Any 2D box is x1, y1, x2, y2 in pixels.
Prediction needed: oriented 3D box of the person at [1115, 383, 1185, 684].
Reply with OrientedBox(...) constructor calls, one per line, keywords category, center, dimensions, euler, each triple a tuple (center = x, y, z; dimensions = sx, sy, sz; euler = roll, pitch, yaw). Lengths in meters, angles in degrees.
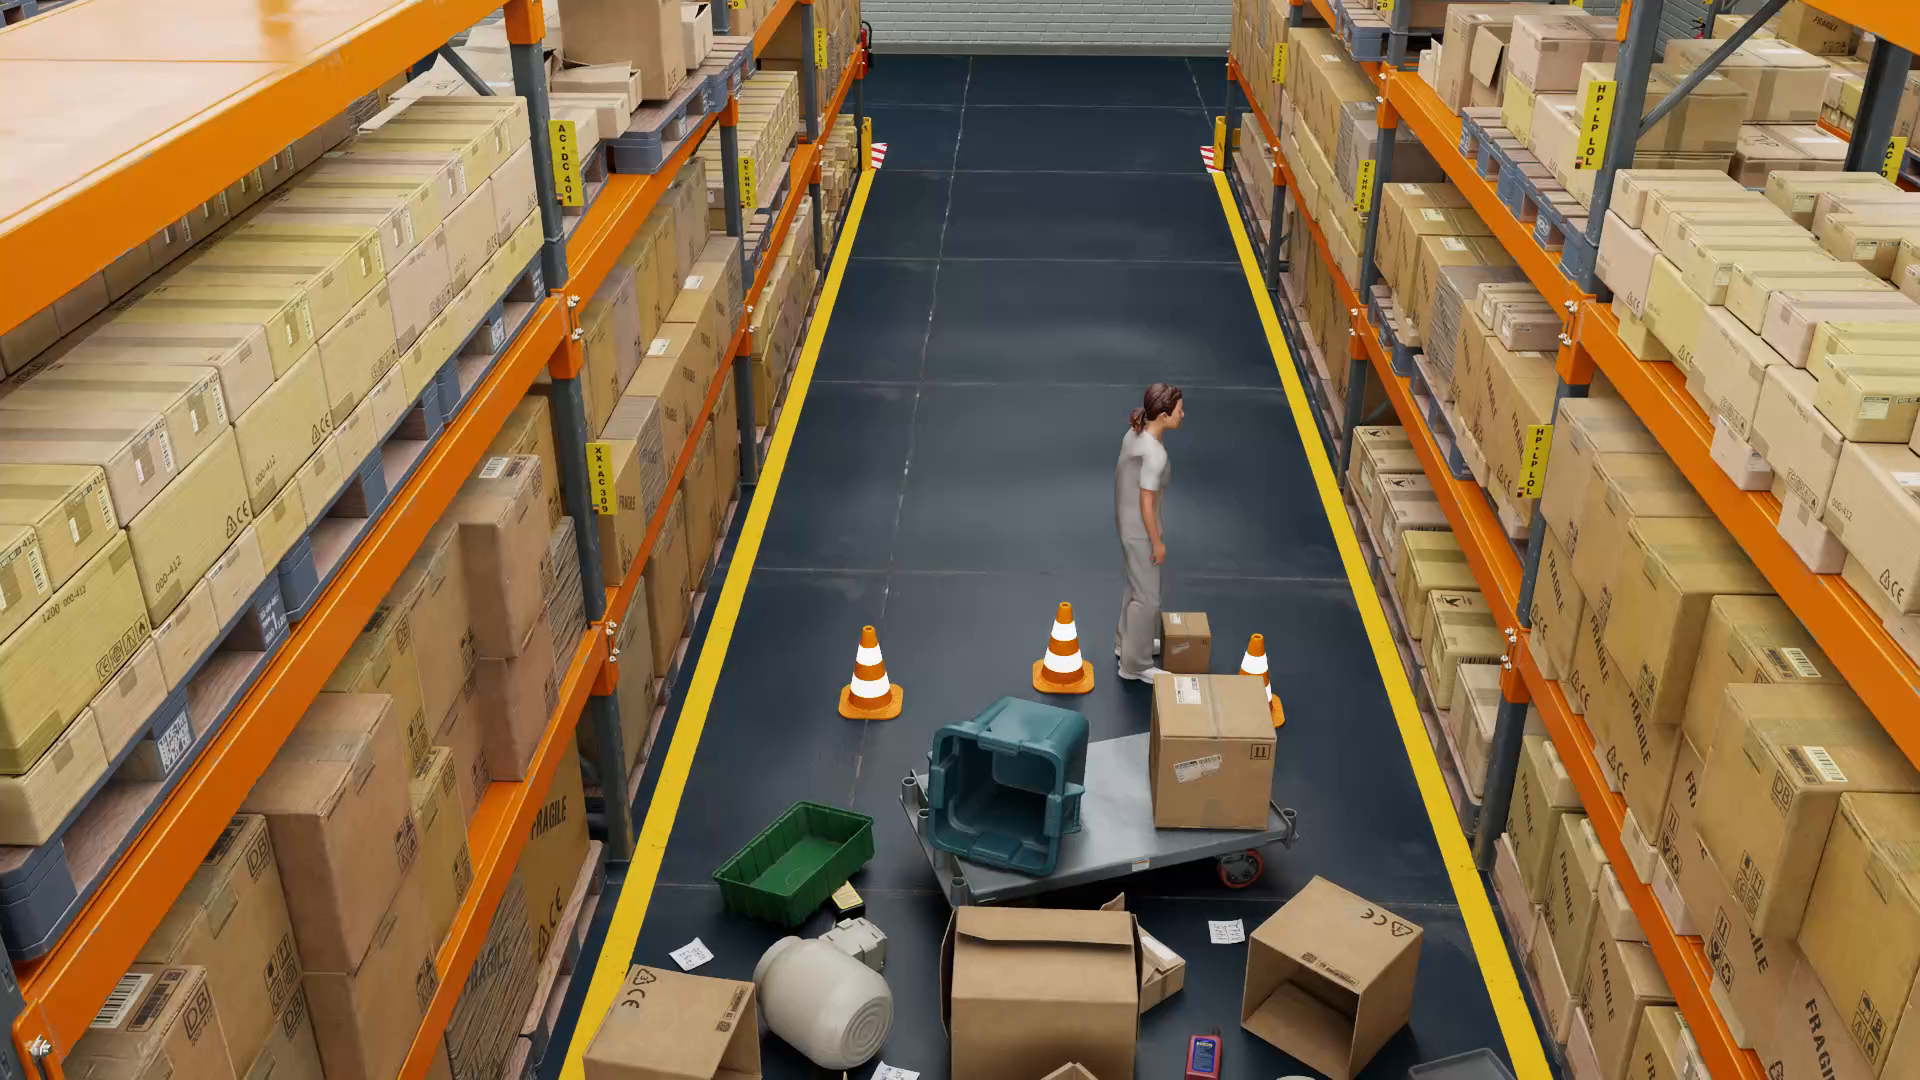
OrientedBox(category="person", center=(1.006, -0.055, 8.951), dimensions=(0.357, 1.672, 0.514), euler=(-1, 28, -1))
